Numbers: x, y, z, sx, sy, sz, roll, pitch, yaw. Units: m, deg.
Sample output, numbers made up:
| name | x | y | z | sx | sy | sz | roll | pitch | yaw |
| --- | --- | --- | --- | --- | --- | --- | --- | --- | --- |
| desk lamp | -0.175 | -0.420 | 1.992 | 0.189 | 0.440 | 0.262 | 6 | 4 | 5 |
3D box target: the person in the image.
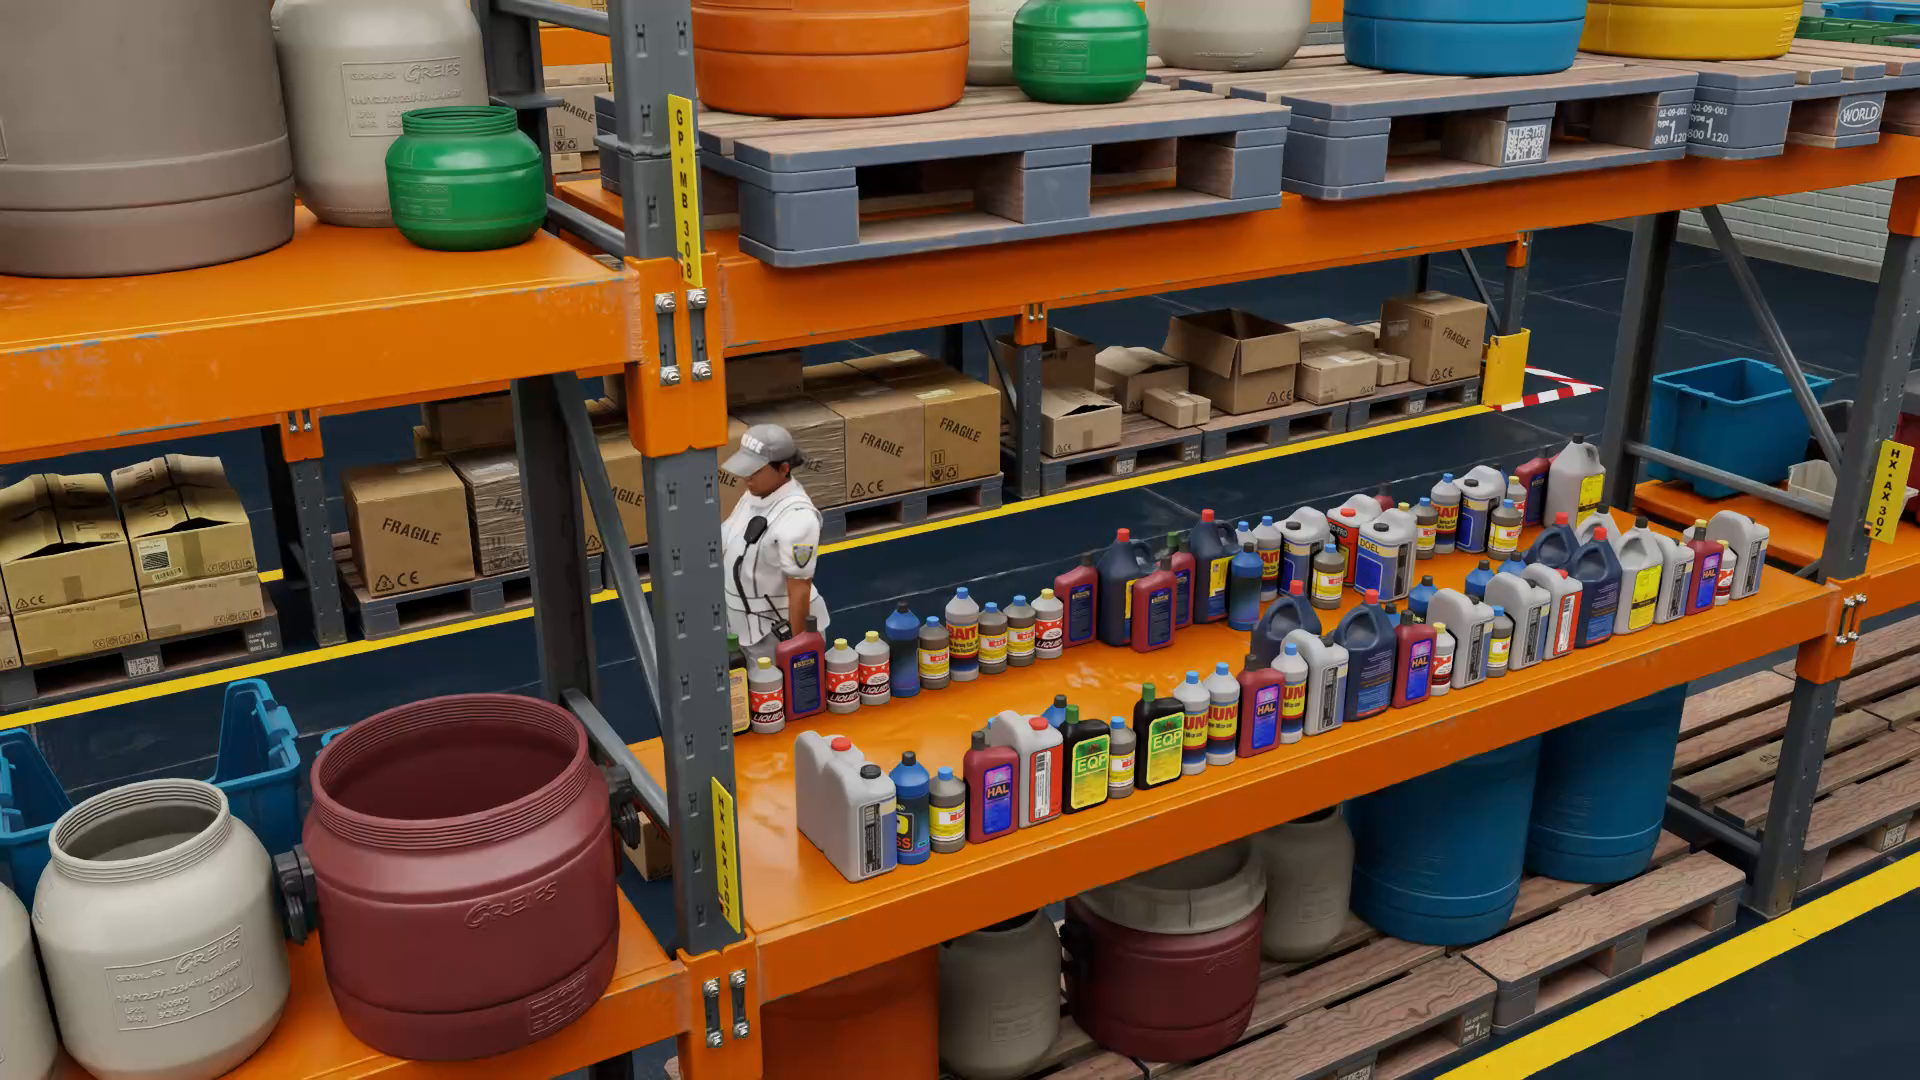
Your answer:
| name | x | y | z | sx | sy | sz | roll | pitch | yaw |
| --- | --- | --- | --- | --- | --- | --- | --- | --- | --- |
| person | -0.696 | 0.358 | 6.206 | 0.390 | 1.659 | 0.469 | -12 | 25 | -27 |
